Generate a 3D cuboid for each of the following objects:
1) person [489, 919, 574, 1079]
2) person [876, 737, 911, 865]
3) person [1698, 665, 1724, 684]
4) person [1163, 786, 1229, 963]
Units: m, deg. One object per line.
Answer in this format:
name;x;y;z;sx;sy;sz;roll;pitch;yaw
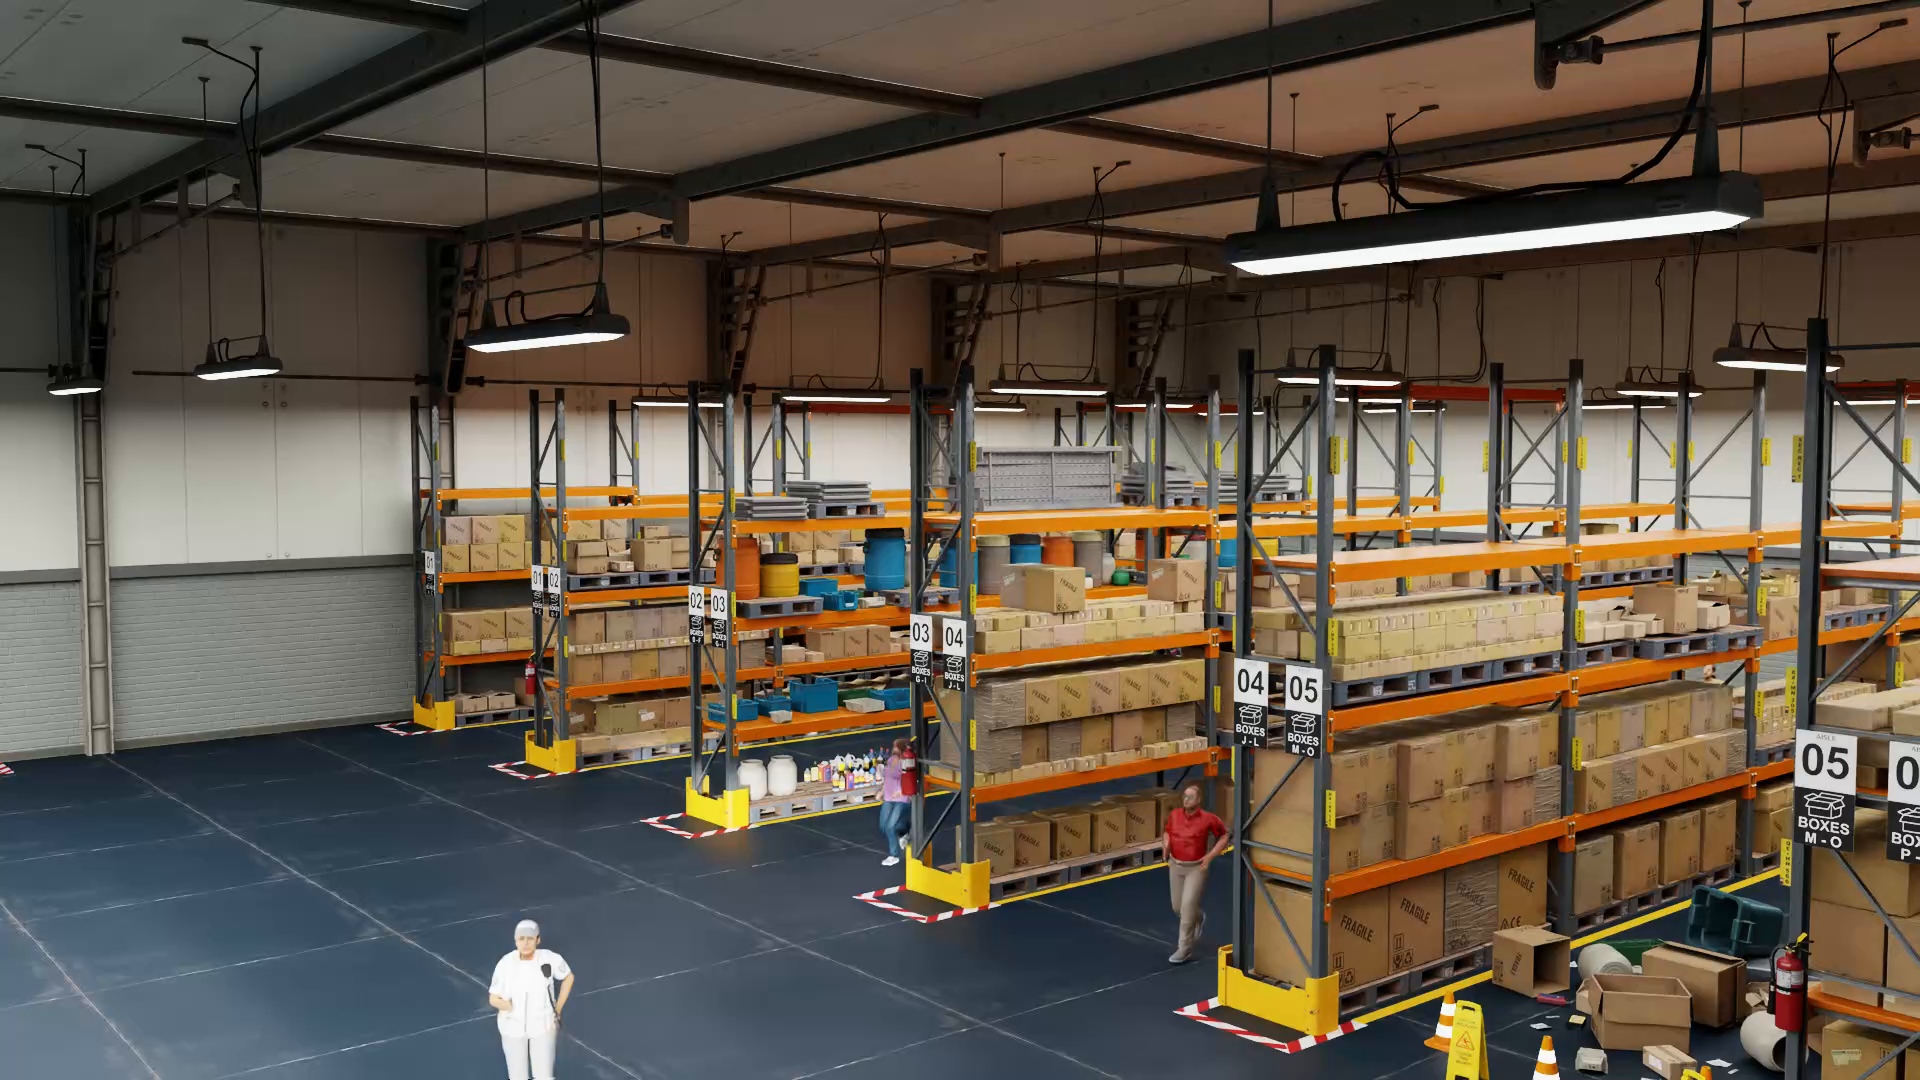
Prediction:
person;-3.143;3.633;12.156;0.583;1.690;0.660;0;3;-7
person;-0.751;3.192;20.380;0.527;1.534;0.555;3;5;43
person;12.045;2.786;26.665;0.688;1.639;0.599;-3;4;-41
person;2.335;3.309;16.708;0.676;1.709;0.867;2;4;35
